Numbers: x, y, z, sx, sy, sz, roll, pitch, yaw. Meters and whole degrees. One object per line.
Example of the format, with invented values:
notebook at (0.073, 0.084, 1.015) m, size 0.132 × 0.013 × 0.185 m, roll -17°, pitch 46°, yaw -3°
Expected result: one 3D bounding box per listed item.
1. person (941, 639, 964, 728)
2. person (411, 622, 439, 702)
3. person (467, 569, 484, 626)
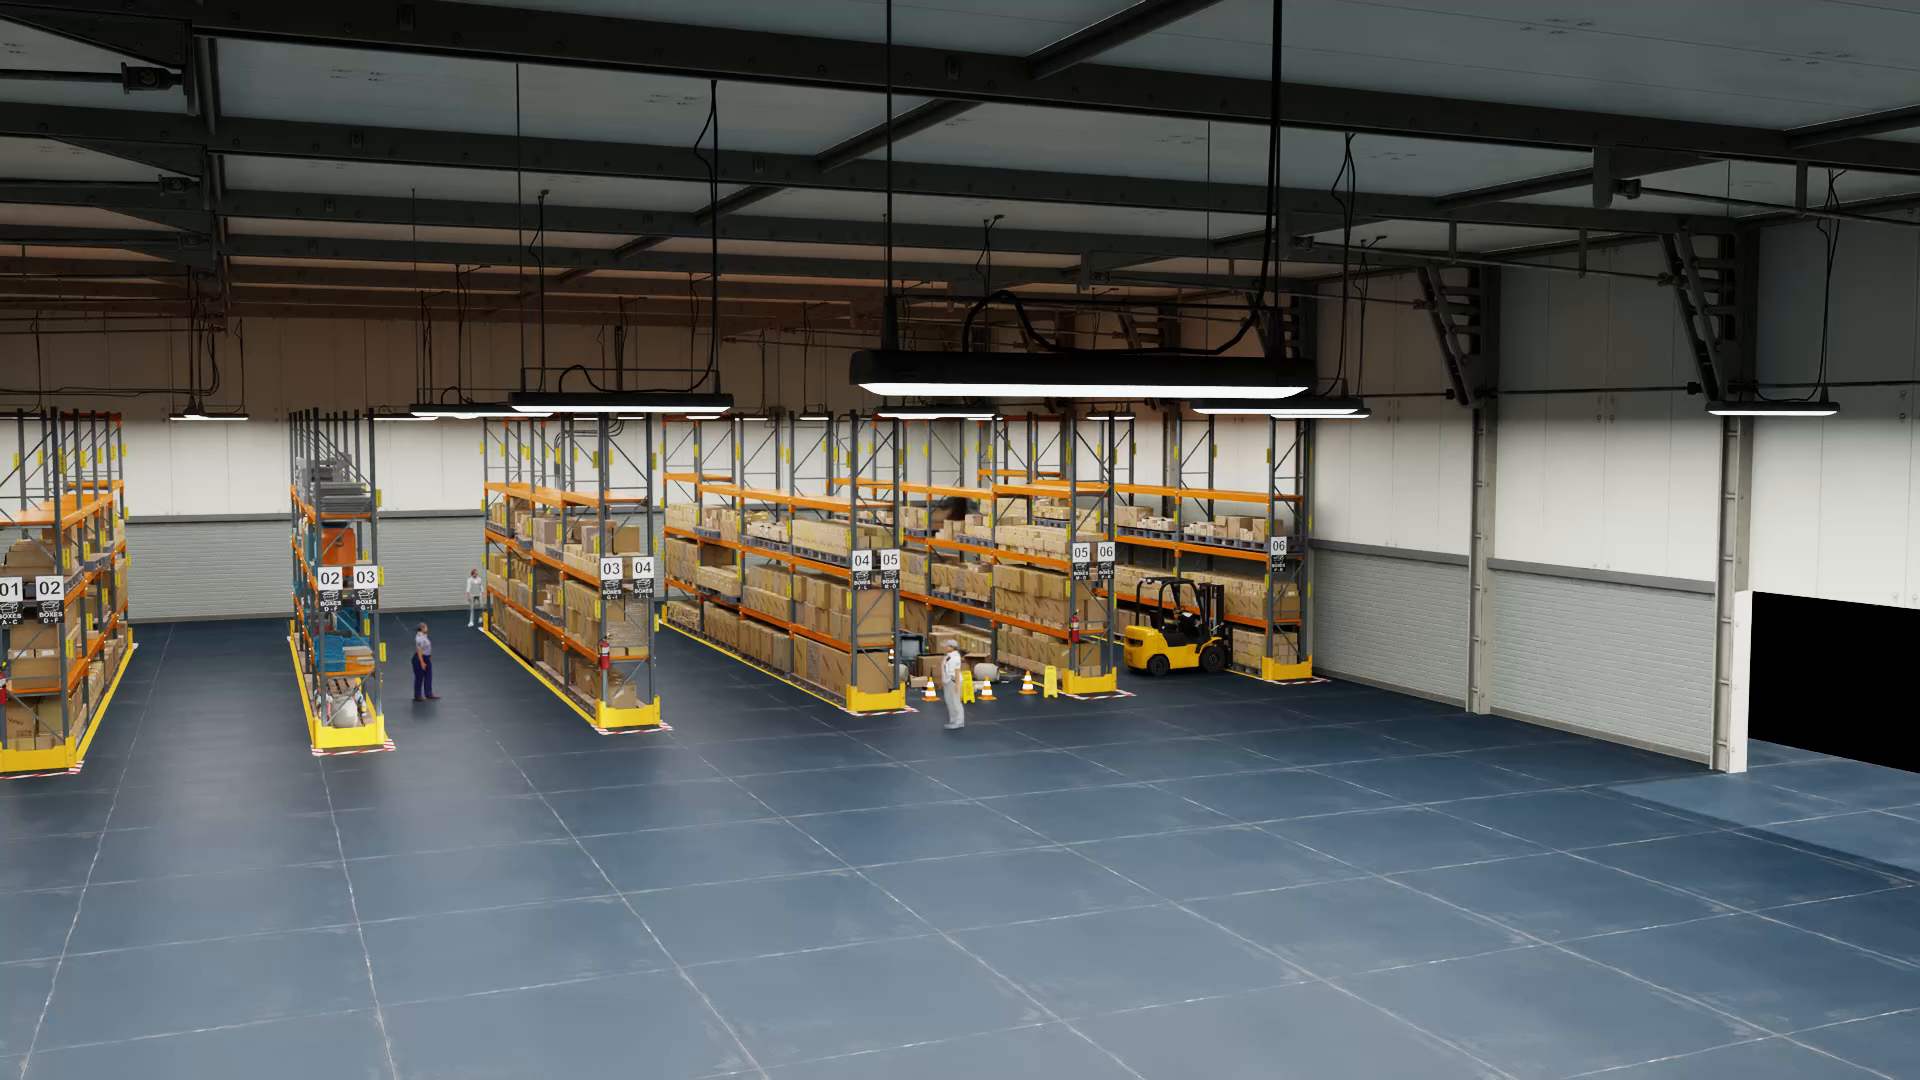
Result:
person at (-0.156, 2.717, 31.276) m, size 0.414 × 1.698 × 0.604 m, roll -2°, pitch 4°, yaw -23°
person at (-11.058, 2.515, 34.297) m, size 0.430 × 1.636 × 0.544 m, roll 1°, pitch 4°, yaw 9°
person at (-13.775, 1.621, 47.283) m, size 0.484 × 1.607 × 0.480 m, roll -2°, pitch 4°, yaw -23°
